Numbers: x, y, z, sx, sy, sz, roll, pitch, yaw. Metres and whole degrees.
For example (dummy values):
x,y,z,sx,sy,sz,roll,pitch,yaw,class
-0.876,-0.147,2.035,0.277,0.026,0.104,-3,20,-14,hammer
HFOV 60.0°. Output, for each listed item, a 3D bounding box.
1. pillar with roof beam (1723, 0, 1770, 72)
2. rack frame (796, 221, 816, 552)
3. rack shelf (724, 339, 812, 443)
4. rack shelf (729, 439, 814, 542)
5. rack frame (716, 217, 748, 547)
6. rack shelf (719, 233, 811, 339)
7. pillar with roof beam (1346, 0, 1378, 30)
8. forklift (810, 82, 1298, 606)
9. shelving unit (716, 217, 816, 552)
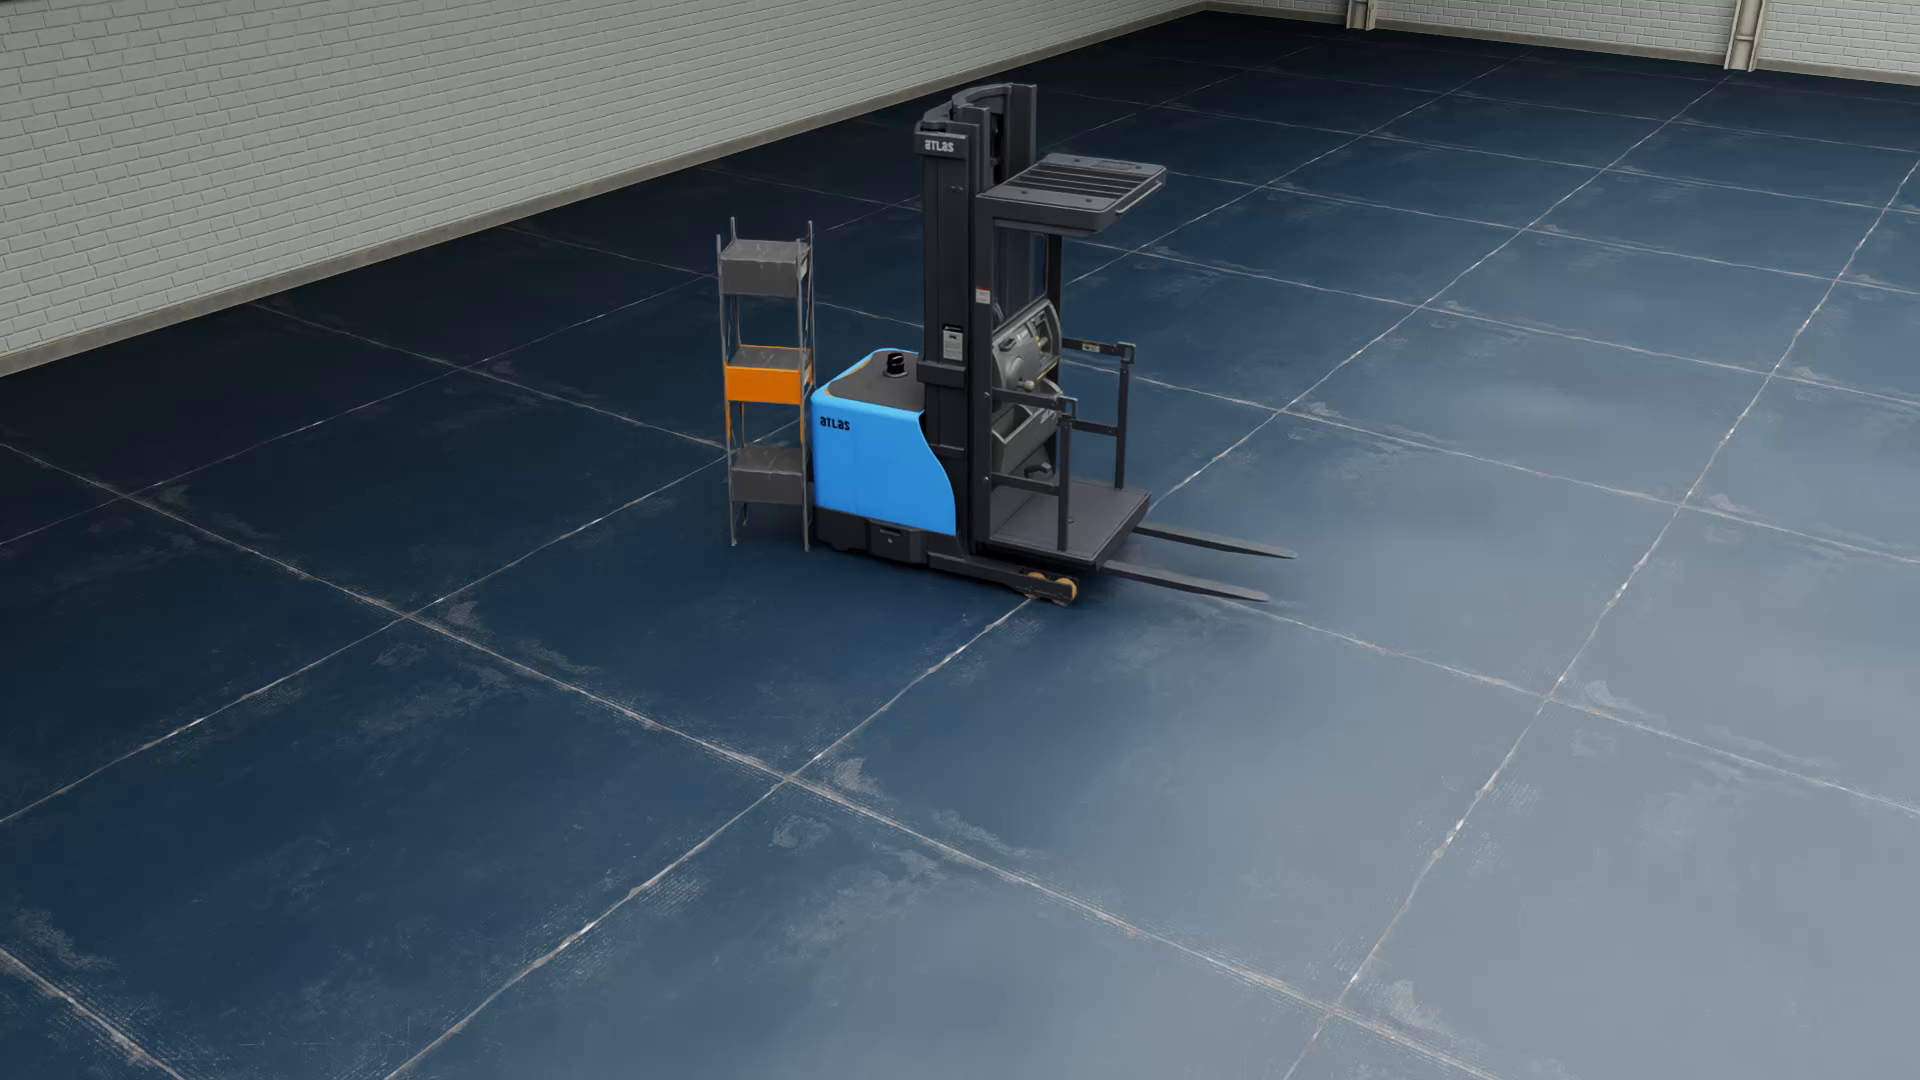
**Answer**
x,y,z,sx,sy,sz,roll,pitch,yaw,class
9.231,-9.458,19.687,0.400,9.000,9.100,17,32,30,pillar with roof beam
-0.964,-0.946,10.567,0.015,2.100,0.400,4,27,5,rack frame
-1.207,-0.950,10.596,0.480,0.518,0.431,4,27,5,rack shelf
-1.220,-0.327,10.915,0.480,0.518,0.431,4,27,5,rack shelf
-1.449,-0.979,10.613,0.015,2.100,0.400,4,27,5,rack frame
-1.194,-1.574,10.278,0.480,0.518,0.431,4,27,5,rack shelf
4.286,-10.999,22.715,0.400,9.000,9.100,17,32,30,pillar with roof beam
0.595,-1.178,10.108,3.031,2.935,1.130,12,29,22,forklift
-1.207,-0.963,10.590,0.503,2.100,0.431,4,27,5,shelving unit
